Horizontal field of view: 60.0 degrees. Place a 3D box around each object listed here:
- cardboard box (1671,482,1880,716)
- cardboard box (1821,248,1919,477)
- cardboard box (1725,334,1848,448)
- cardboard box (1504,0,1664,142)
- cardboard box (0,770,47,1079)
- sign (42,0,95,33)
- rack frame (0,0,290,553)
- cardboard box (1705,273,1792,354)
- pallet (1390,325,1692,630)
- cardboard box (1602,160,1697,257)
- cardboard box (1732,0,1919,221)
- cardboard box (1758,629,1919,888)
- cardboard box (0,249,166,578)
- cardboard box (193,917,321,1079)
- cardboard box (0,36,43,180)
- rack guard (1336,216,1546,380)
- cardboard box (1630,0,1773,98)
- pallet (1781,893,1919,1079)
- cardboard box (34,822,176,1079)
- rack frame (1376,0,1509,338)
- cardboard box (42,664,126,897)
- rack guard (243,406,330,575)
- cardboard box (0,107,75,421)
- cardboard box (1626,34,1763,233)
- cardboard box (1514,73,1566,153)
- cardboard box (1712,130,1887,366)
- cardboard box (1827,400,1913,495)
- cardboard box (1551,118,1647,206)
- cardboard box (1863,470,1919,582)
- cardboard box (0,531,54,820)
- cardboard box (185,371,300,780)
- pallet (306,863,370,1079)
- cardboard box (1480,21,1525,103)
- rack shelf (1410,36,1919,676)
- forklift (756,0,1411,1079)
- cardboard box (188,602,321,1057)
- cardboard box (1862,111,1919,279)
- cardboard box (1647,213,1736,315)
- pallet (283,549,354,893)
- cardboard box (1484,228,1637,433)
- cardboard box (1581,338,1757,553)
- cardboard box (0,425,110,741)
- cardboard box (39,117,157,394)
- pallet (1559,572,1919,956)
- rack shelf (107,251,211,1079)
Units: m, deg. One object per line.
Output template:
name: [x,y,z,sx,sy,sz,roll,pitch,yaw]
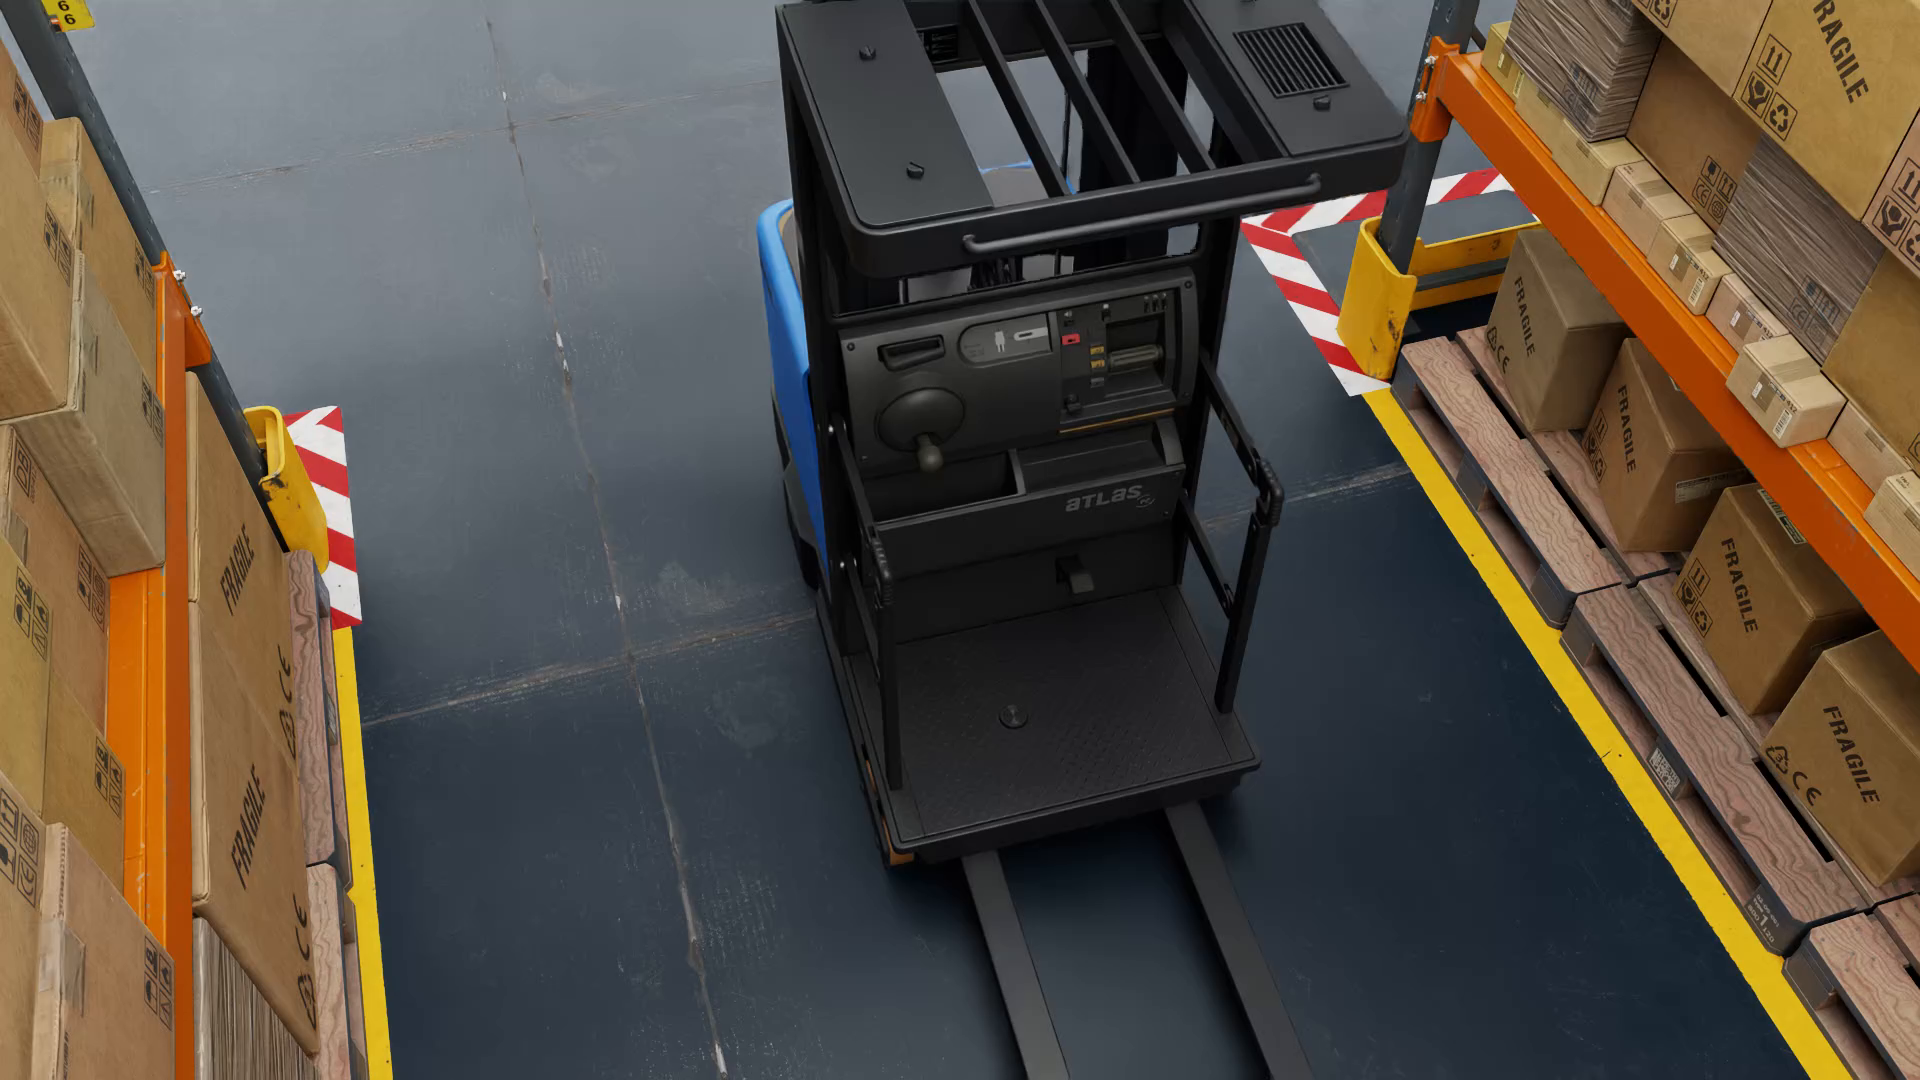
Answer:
cardboard box: [2.572,0.150,5.022,0.500,0.500,0.500,-9,50,-8]
cardboard box: [2.669,-0.510,3.958,0.875,0.500,0.500,-13,51,-11]
cardboard box: [2.235,-0.410,4.298,0.380,0.149,0.250,-13,51,-11]
cardboard box: [2.163,-1.591,4.869,0.875,0.500,0.500,-13,51,-11]
cardboard box: [-1.936,0.624,2.458,0.875,0.550,0.550,-13,51,-11]
sign: [-2.219,-1.385,4.043,0.100,0.325,0.005,-13,51,-11]
rack frame: [-2.741,-0.823,4.482,1.000,3.000,0.127,-13,51,-11]
cardboard box: [2.260,-0.616,4.472,0.380,0.149,0.250,-13,51,-11]
pallet: [2.256,-0.315,5.877,1.003,0.211,1.213,-13,51,-11]
cardboard box: [2.093,-0.977,4.776,0.380,0.149,0.250,-13,51,-11]
cardboard box: [2.220,-1.126,3.823,0.500,0.500,0.500,-13,51,-11]
cardboard box: [2.695,0.568,4.670,0.500,0.500,0.500,-17,52,-14]
cardboard box: [-2.404,-0.214,3.870,0.875,0.550,0.550,-13,51,-11]
cardboard box: [-1.947,1.515,3.626,0.875,0.875,0.875,-13,51,-11]
cardboard box: [-2.668,-0.939,3.776,0.875,0.550,0.550,-13,51,-11]
rack guard: [2.050,-1.009,6.274,1.175,0.500,0.348,-13,51,-11]
cardboard box: [2.071,-1.491,4.131,0.500,0.500,0.500,-13,51,-11]
pallet: [2.978,1.467,4.375,1.003,0.211,1.213,-13,51,-11]
cardboard box: [-1.910,0.966,2.876,0.875,0.550,0.550,-13,51,-11]
rack frame: [2.027,-1.870,5.365,1.000,3.000,0.127,-13,51,-11]
cardboard box: [-2.163,0.602,3.183,0.875,0.550,0.500,-13,51,-11]
rack guard: [-2.748,-0.035,5.452,1.175,0.500,0.348,-13,51,-11]
cardboard box: [-2.417,-0.559,3.455,0.875,0.550,0.550,-13,51,-11]
cardboard box: [2.426,-1.253,4.584,0.875,0.500,0.500,-13,51,-11]
cardboard box: [1.939,-1.340,5.082,0.380,0.149,0.250,-13,51,-11]
cardboard box: [2.533,-0.878,4.268,0.875,0.500,0.500,-13,51,-11]
cardboard box: [2.435,-0.257,4.169,0.380,0.149,0.250,-13,51,-11]
cardboard box: [1.999,-1.154,4.926,0.380,0.149,0.250,-13,51,-11]
cardboard box: [2.436,-0.057,4.001,0.380,0.149,0.250,-13,51,-11]
cardboard box: [-2.101,0.239,2.782,0.875,0.550,0.500,-13,51,-11]
cardboard box: [-2.477,0.207,4.729,0.875,0.875,0.875,-13,51,-11]
pallet: [-2.073,1.532,4.321,1.003,0.211,1.213,-13,51,-11]
cardboard box: [1.884,-1.527,5.240,0.380,0.149,0.250,-13,51,-11]
rack shelf: [2.619,-0.178,4.409,1.077,0.370,4.000,-13,51,-11]
forklift: [0.221,-0.322,4.105,1.130,2.935,3.031,-12,51,-10]
cardboard box: [-2.215,0.849,4.187,0.875,0.875,0.875,-14,51,-12]
cardboard box: [2.373,-0.762,3.517,0.500,0.500,0.500,-13,51,-11]
cardboard box: [2.160,-0.792,4.620,0.380,0.149,0.250,-13,51,-11]
pallet: [-2.430,0.642,5.071,1.003,0.211,1.213,-13,51,-11]
cardboard box: [2.196,-0.740,5.772,0.500,0.500,0.500,-5,50,-4]
cardboard box: [2.405,-0.311,5.411,0.500,0.500,0.500,-2,50,-1]
cardboard box: [-2.359,0.224,3.501,0.875,0.550,0.550,-13,51,-11]
cardboard box: [-2.588,-0.610,4.205,0.875,0.550,0.550,-13,51,-11]
pallet: [2.613,0.575,5.127,1.003,0.211,1.213,-13,51,-11]
rack shelf: [-2.150,0.870,3.525,1.077,0.370,4.000,-13,51,-11]
